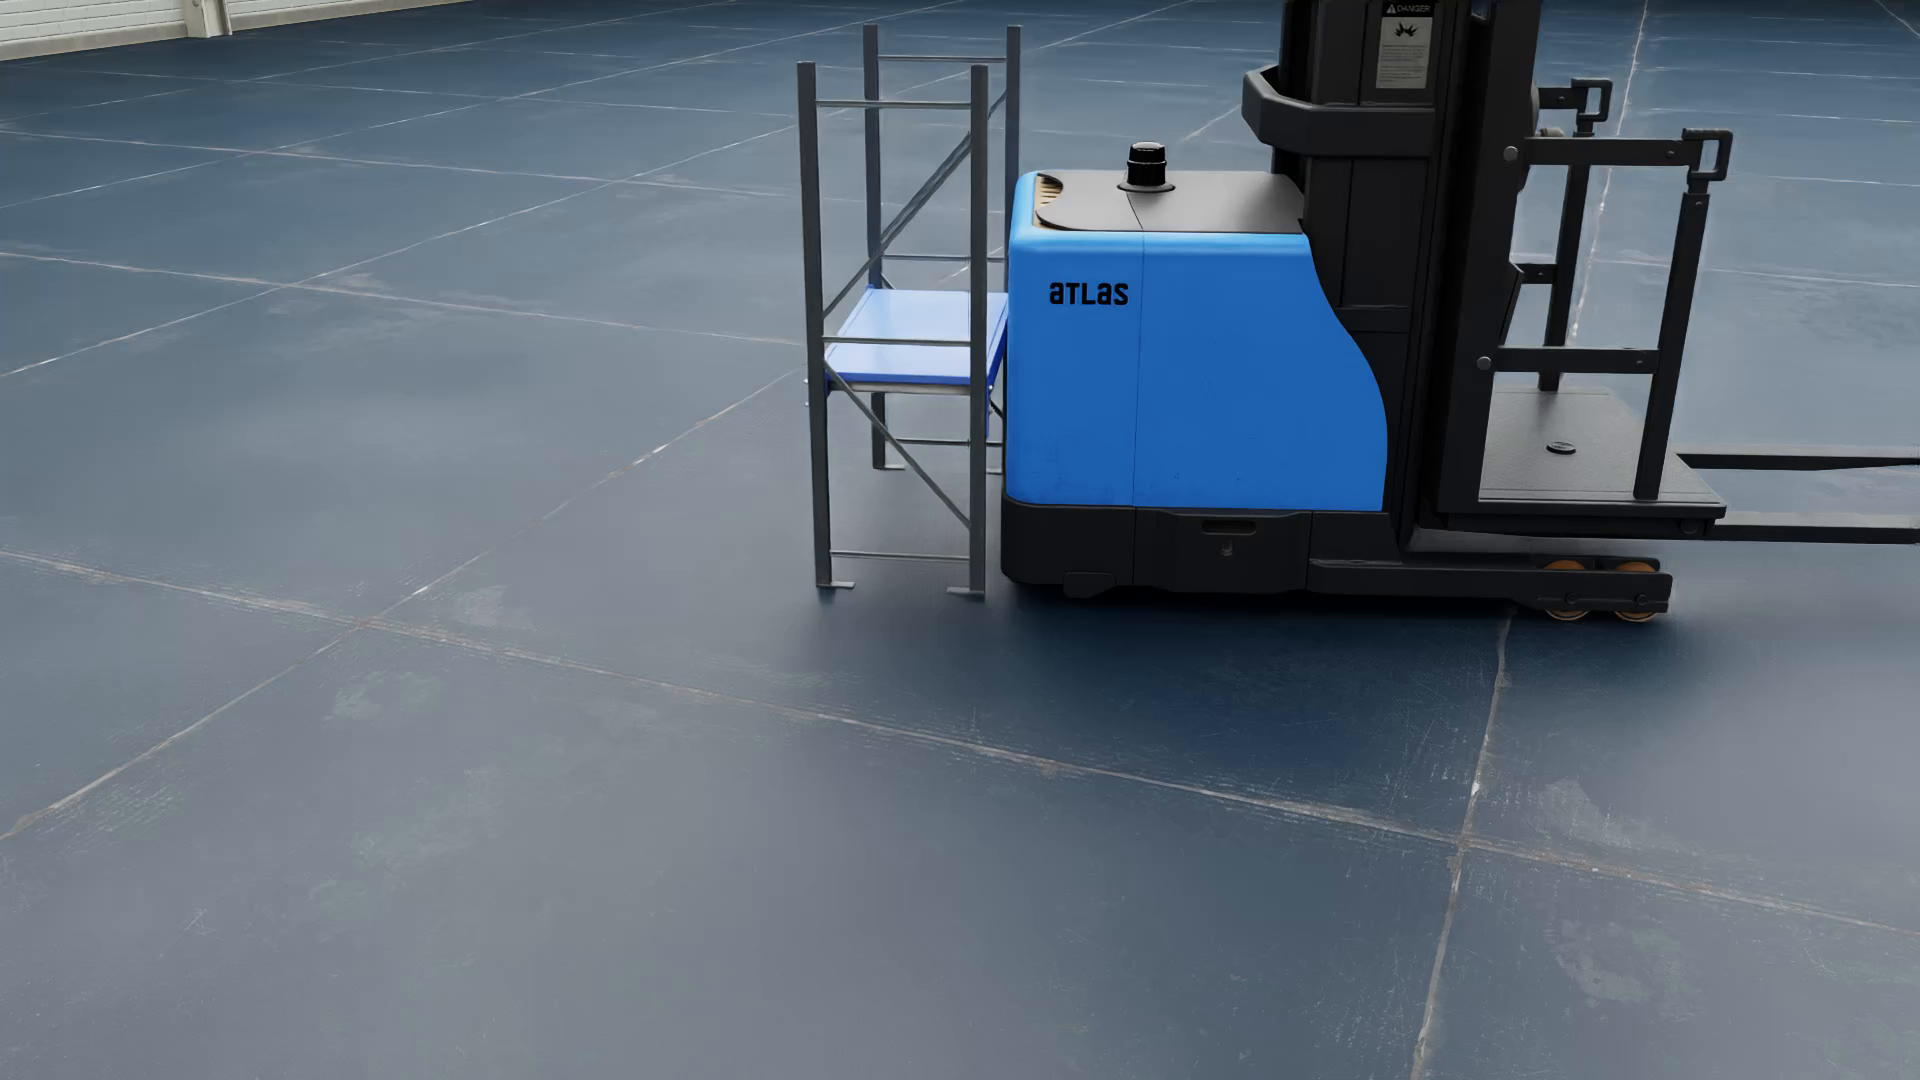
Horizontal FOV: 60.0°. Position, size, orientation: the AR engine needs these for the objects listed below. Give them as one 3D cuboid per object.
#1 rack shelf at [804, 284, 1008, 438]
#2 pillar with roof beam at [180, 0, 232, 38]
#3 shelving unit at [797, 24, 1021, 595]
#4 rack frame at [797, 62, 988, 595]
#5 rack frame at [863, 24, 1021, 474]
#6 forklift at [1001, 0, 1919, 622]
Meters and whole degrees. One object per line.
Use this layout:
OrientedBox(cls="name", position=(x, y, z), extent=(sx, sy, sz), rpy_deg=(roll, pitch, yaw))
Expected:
OrientedBox(cls="rack shelf", position=(-0.117, -0.576, 5.149), extent=(0.538, 0.185, 1.000), rpy_deg=(3, 23, 6))
OrientedBox(cls="pillar with roof beam", position=(-4.659, -9.356, 15.973), extent=(9.100, 9.000, 0.400), rpy_deg=(9, 24, 20))
OrientedBox(cls="shelving unit", position=(-0.117, -0.742, 5.080), extent=(0.538, 1.500, 1.048), rpy_deg=(3, 23, 6))
OrientedBox(cls="rack frame", position=(-0.176, -0.547, 4.614), extent=(0.500, 1.500, 0.032), rpy_deg=(3, 23, 6))
OrientedBox(cls="rack frame", position=(-0.058, -0.936, 5.546), extent=(0.500, 1.500, 0.032), rpy_deg=(3, 23, 6))
OrientedBox(cls="forklift", position=(1.655, -1.332, 4.636), extent=(3.031, 2.935, 1.130), rpy_deg=(1, 23, 3))
